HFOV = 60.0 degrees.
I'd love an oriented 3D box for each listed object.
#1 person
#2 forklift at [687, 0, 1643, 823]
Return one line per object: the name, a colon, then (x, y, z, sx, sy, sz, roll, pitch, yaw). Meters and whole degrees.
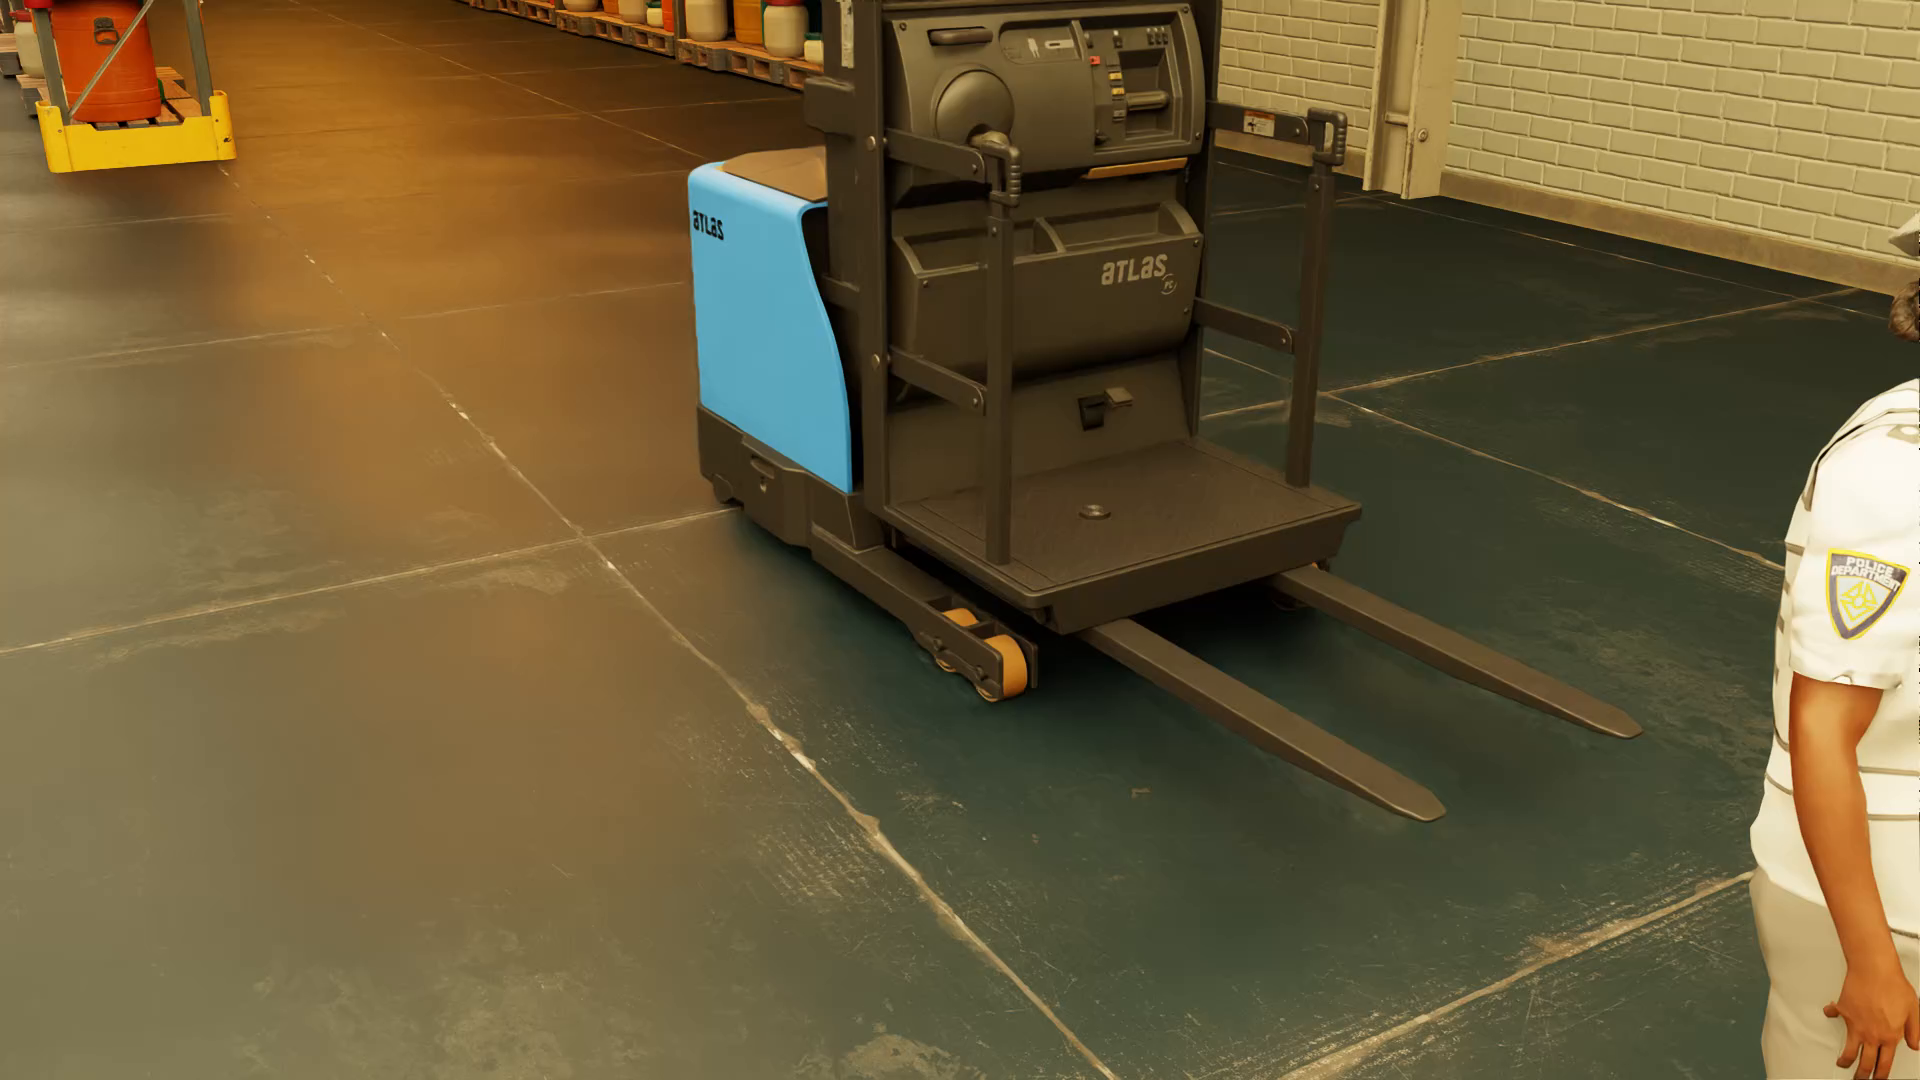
person: (1.146, 0.415, 1.885, 0.554, 1.702, 0.512, -18, 29, -38)
forklift: (0.362, -1.156, 4.091, 1.130, 2.935, 3.031, -14, 26, -30)
